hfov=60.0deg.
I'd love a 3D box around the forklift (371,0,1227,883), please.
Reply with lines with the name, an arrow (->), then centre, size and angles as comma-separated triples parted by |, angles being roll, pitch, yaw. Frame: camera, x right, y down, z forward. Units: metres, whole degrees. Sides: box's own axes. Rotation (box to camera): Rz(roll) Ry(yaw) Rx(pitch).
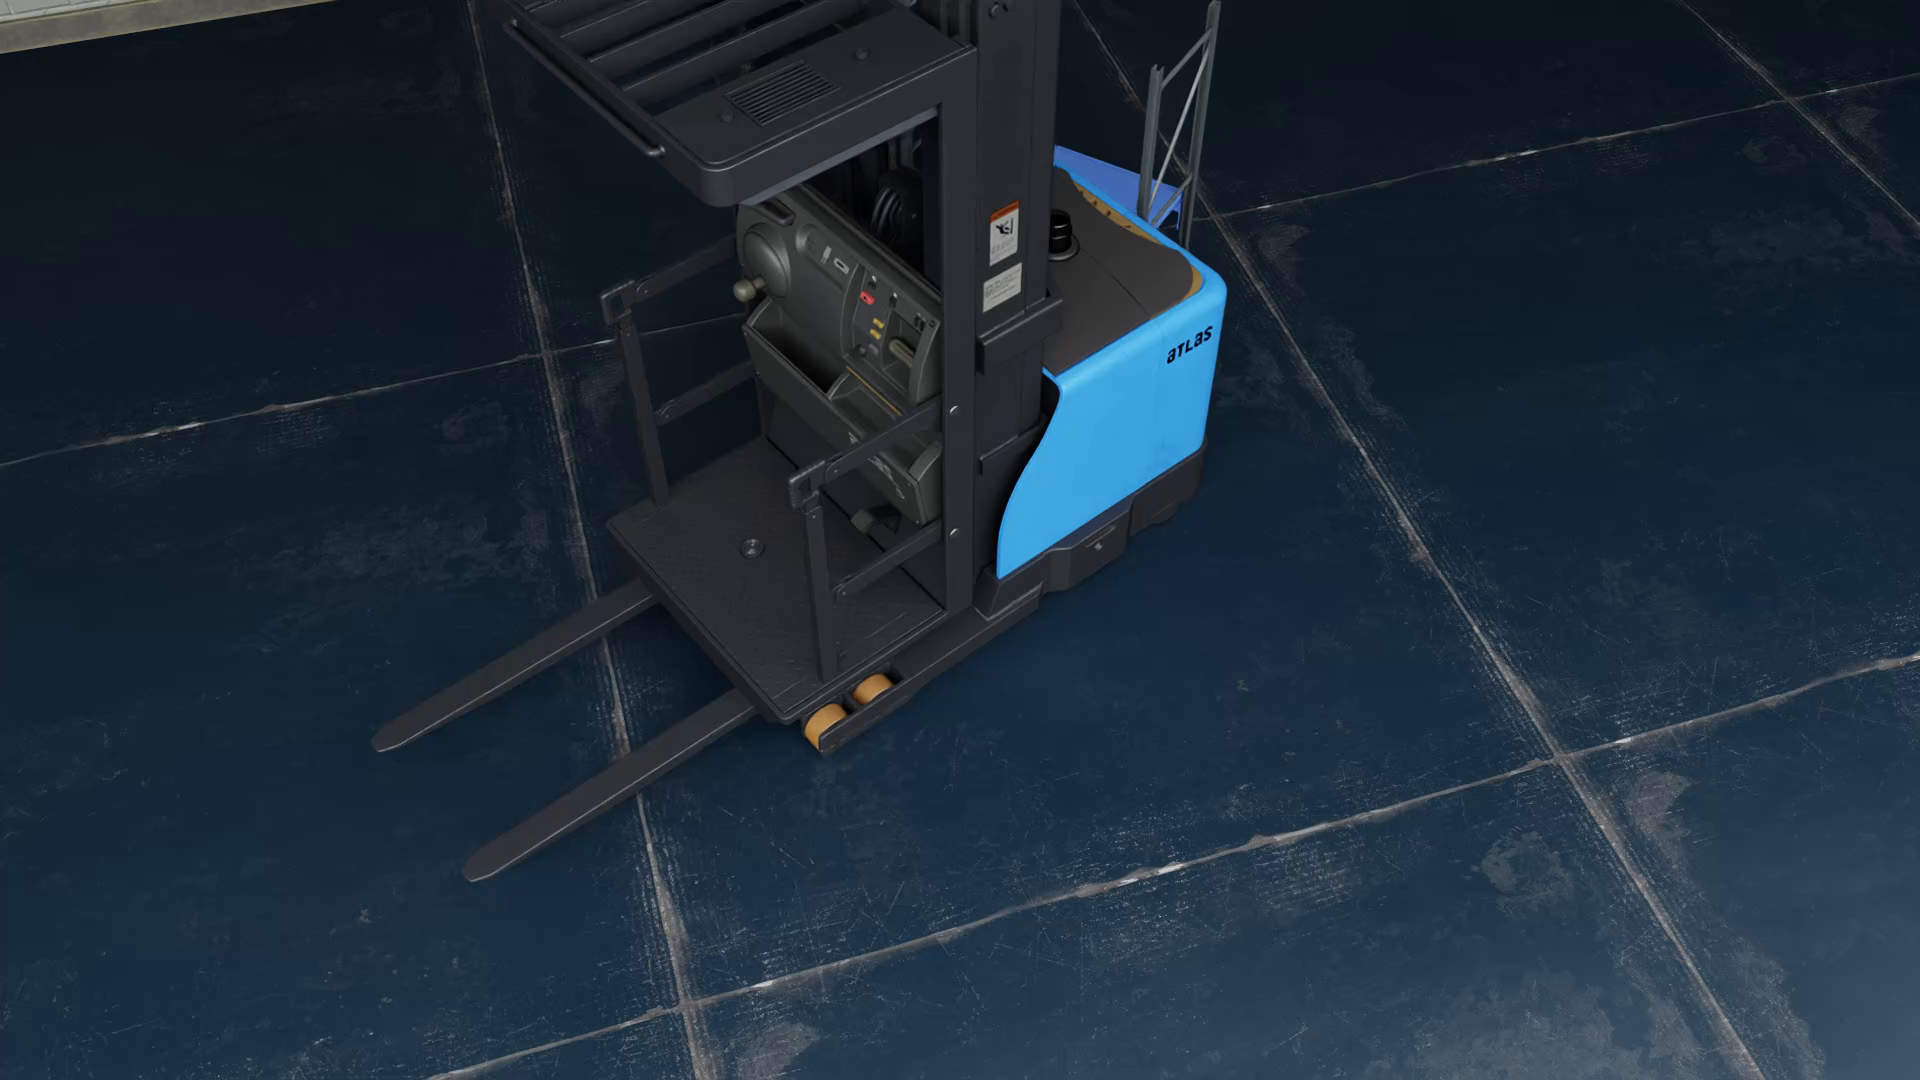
forklift -> -0.540, -0.688, 4.913 | 3.031, 2.935, 1.130 | -32, 57, -24

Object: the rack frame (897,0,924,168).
rack frame -> -0.086, -1.667, 6.674 | 0.032, 1.500, 0.500 | 25, 54, 19

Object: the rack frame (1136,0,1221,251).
rack frame -> 0.786, -1.268, 6.338 | 0.032, 1.500, 0.500 | 25, 54, 19

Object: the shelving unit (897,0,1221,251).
shelving unit -> 0.350, -1.467, 6.506 | 1.048, 1.500, 0.538 | 25, 54, 19

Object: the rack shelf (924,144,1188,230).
rack shelf -> 0.350, -1.351, 6.643 | 1.000, 0.185, 0.538 | 25, 54, 19
